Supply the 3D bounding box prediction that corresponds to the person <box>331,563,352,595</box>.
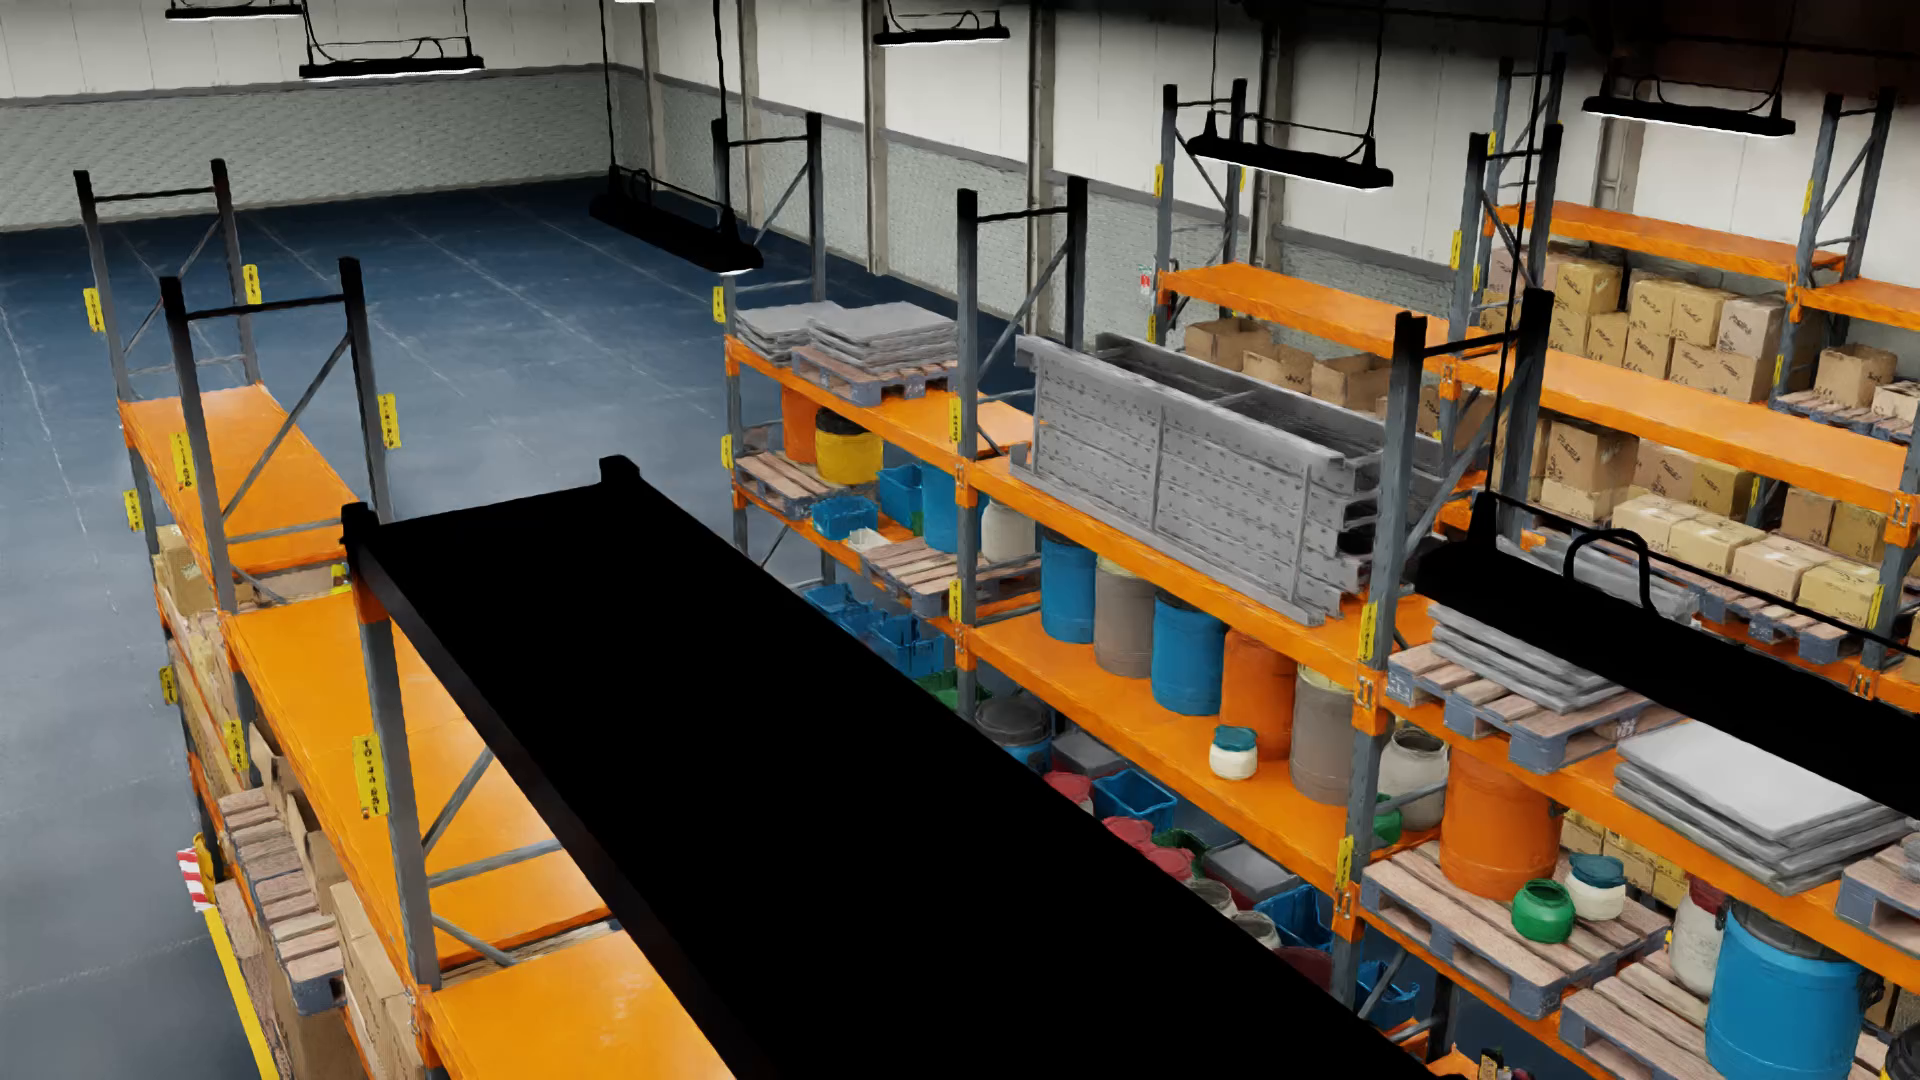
[{"bbox_3d":[-6.115,1.002,16.603,0.577,1.687,1.121,-12,25,-27],"label":"person"}]
